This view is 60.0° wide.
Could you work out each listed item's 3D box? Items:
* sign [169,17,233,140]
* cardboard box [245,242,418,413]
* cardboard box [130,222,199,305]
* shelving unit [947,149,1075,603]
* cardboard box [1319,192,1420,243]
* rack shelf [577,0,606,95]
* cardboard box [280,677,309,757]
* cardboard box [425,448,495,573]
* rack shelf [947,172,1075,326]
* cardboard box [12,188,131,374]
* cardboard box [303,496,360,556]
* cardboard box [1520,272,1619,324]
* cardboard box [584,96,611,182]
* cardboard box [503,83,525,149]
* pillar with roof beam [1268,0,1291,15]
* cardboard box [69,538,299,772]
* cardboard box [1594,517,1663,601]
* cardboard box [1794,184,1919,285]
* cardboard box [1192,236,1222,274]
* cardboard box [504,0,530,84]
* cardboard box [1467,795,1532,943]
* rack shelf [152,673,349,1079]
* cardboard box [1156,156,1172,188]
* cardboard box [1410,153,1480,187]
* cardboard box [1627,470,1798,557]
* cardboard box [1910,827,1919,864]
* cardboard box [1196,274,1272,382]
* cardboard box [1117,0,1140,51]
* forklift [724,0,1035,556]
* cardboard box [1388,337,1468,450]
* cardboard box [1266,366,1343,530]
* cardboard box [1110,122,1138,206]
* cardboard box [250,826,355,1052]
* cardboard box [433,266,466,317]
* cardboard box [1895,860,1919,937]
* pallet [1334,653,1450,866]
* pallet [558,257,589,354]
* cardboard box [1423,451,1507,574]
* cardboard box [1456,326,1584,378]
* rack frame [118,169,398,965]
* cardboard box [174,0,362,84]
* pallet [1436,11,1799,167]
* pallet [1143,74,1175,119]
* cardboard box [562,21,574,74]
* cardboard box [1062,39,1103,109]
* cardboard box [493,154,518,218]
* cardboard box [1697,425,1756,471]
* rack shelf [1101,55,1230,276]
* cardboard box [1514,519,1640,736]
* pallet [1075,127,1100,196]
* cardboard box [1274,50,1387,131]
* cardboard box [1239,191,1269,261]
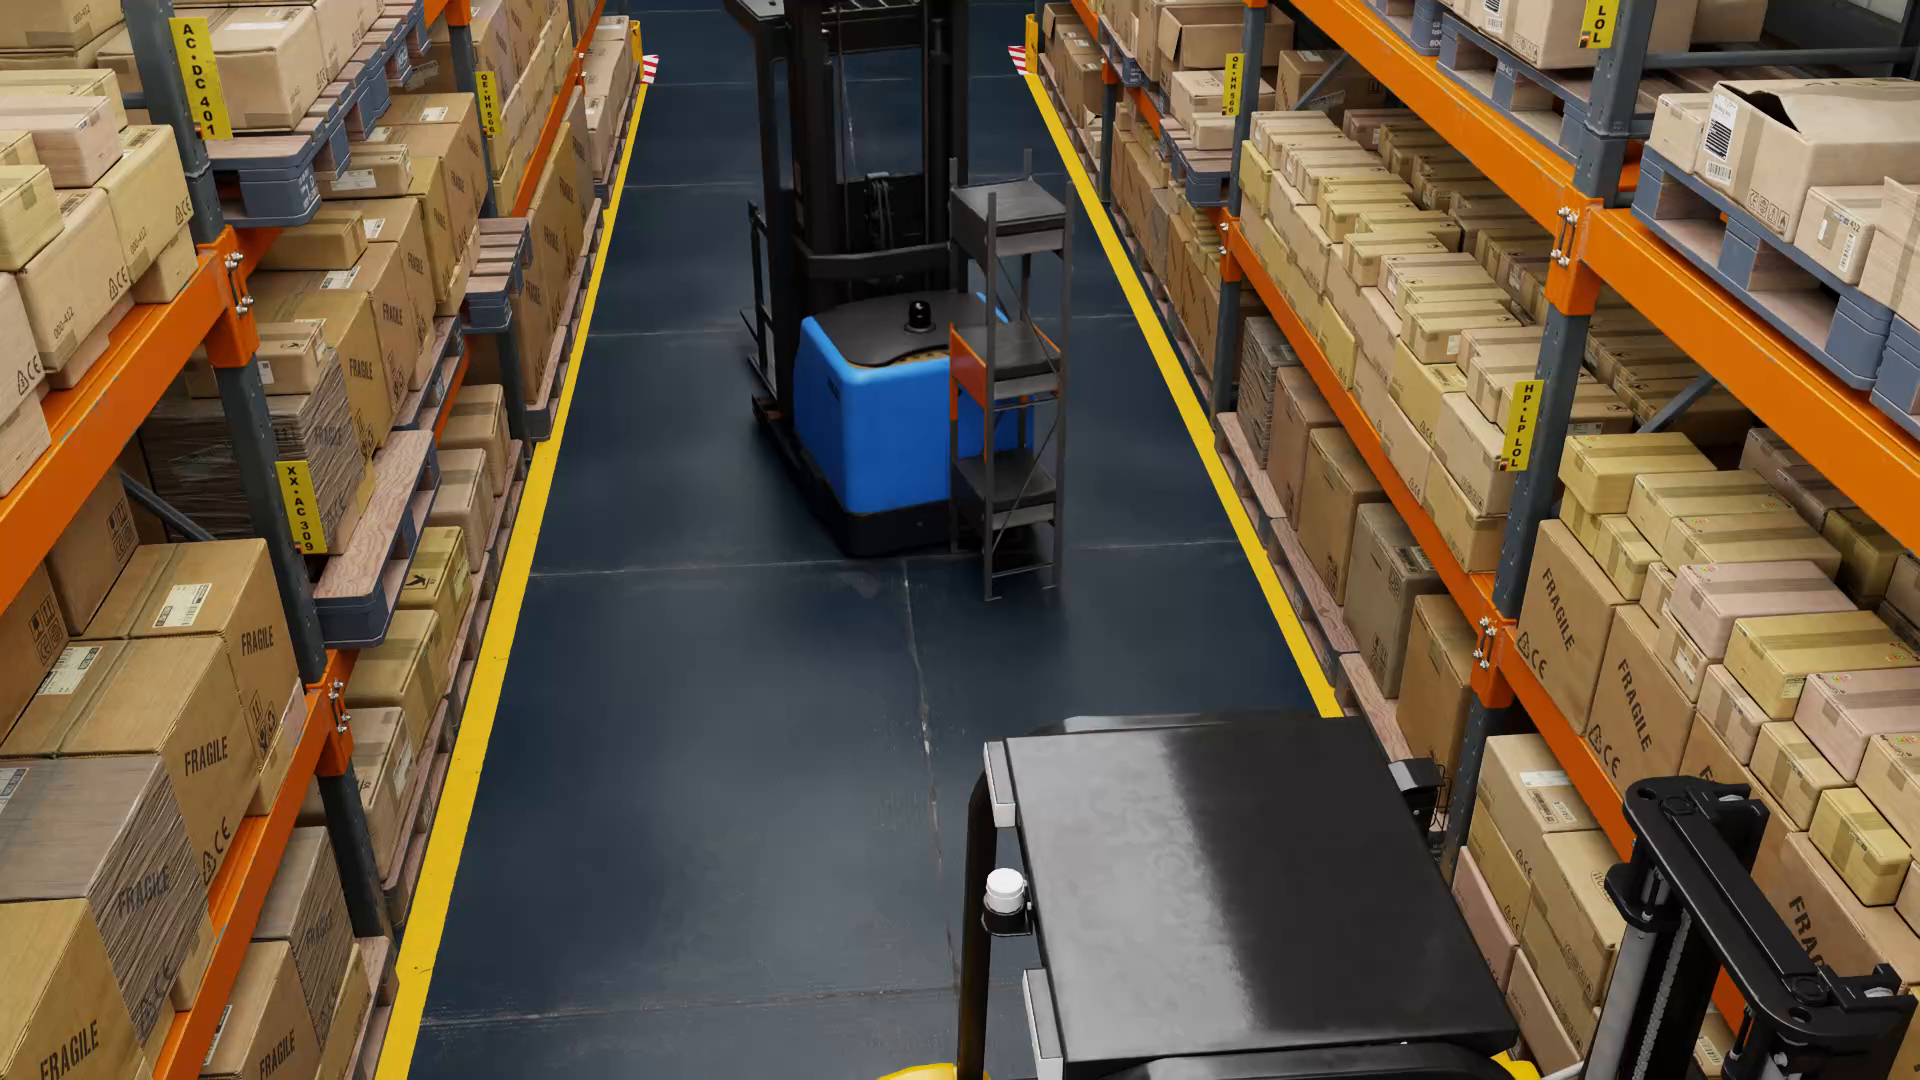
[{"bbox_3d":[-2.041,-1.237,4.466,0.100,0.325,0.005,-3,31,-5],"label":"sign"},{"bbox_3d":[-2.419,-0.810,6.383,0.500,0.500,0.500,-3,31,-5],"label":"cardboard box"},{"bbox_3d":[-2.247,-0.730,4.367,0.380,0.149,0.250,-3,31,-4],"label":"cardboard box"},{"bbox_3d":[0.226,-0.748,7.955,0.431,2.100,0.503,-11,33,-17],"label":"shelving unit"},{"bbox_3d":[1.855,-1.465,7.548,0.380,0.149,0.250,-2,31,-4],"label":"cardboard box"},{"bbox_3d":[-3.515,-4.494,14.050,1.077,0.370,4.000,-3,31,-5],"label":"rack shelf"},{"bbox_3d":[-2.247,0.560,5.132,0.380,0.149,0.250,-3,31,-5],"label":"cardboard box"},{"bbox_3d":[-2.834,-0.126,8.189,0.950,0.372,0.625,-3,31,-6],"label":"cardboard box"},{"bbox_3d":[0.226,-1.337,7.603,0.431,0.518,0.480,-11,33,-17],"label":"rack shelf"},{"bbox_3d":[-2.223,-0.578,3.723,0.500,0.250,0.500,-3,31,-5],"label":"cardboard box"},{"bbox_3d":[-2.317,-0.067,5.772,0.380,0.149,0.250,-2,31,-4],"label":"cardboard box"},{"bbox_3d":[2.504,-0.973,6.723,0.380,0.149,0.250,-3,31,-5],"label":"cardboard box"},{"bbox_3d":[-3.280,-3.187,13.250,0.875,0.438,0.875,-3,31,-5],"label":"cardboard box"},{"bbox_3d":[-2.803,-2.424,9.542,0.500,0.250,0.500,-2,31,-3],"label":"cardboard box"},{"bbox_3d":[-1.840,-6.789,11.341,9.100,9.000,0.400,-3,31,-5],"label":"pillar with roof beam"},{"bbox_3d":[-2.291,0.347,4.856,0.500,0.500,0.500,-4,31,-6],"label":"cardboard box"},{"bbox_3d":[2.155,0.049,5.012,0.380,0.149,0.250,-2,31,-3],"label":"cardboard box"},{"bbox_3d":[2.173,-0.704,3.816,0.380,0.149,0.250,-2,31,-3],"label":"cardboard box"},{"bbox_3d":[1.633,-1.742,10.138,0.380,0.149,0.250,-4,31,-7],"label":"cardboard box"},{"bbox_3d":[-2.846,-2.993,9.762,0.500,0.500,0.500,-2,31,-3],"label":"cardboard box"},{"bbox_3d":[2.099,1.111,5.750,0.500,0.250,0.500,-3,31,-5],"label":"cardboard box"},{"bbox_3d":[-2.393,1.633,3.793,1.077,0.370,4.000,-3,31,-5],"label":"rack shelf"},{"bbox_3d":[1.567,-2.547,11.485,0.380,0.149,0.250,-2,31,-3],"label":"cardboard box"},{"bbox_3d":[2.411,-1.759,8.039,0.380,0.149,0.250,-3,31,-6],"label":"cardboard box"},{"bbox_3d":[2.228,-0.080,4.939,0.380,0.149,0.250,-2,31,-4],"label":"cardboard box"},{"bbox_3d":[2.343,0.701,3.632,0.380,0.149,0.250,-2,31,-4],"label":"cardboard box"},{"bbox_3d":[1.734,-1.292,10.015,0.500,0.500,0.500,-2,31,-3],"label":"cardboard box"},{"bbox_3d":[1.485,-3.722,11.550,0.700,0.500,0.500,-2,31,-4],"label":"cardboard box"},{"bbox_3d":[-0.593,-1.922,9.110,1.130,2.935,3.031,-11,33,-17],"label":"forklift"},{"bbox_3d":[2.006,-0.588,6.468,0.500,0.250,0.500,-4,31,-6],"label":"cardboard box"},{"bbox_3d":[2.101,-0.487,8.547,0.875,0.625,0.625,-2,31,-3],"label":"cardboard box"},{"bbox_3d":[1.435,-2.871,12.659,0.500,0.500,0.500,-1,31,-2],"label":"cardboard box"},{"bbox_3d":[-2.258,1.270,5.239,0.500,0.500,0.500,-3,31,-5],"label":"cardboard box"},{"bbox_3d":[-2.469,-1.127,7.547,0.380,0.149,0.250,-2,31,-4],"label":"cardboard box"},{"bbox_3d":[2.346,0.835,3.697,0.380,0.149,0.250,-3,31,-5],"label":"cardboard box"},{"bbox_3d":[2.254,0.886,7.061,1.003,0.211,1.213,-3,31,-5],"label":"pallet"},{"bbox_3d":[-3.063,-1.570,11.172,1.003,0.211,1.213,-3,31,-5],"label":"pallet"},{"bbox_3d":[2.054,-0.117,6.167,0.500,0.250,0.500,-2,31,-3],"label":"cardboard box"},{"bbox_3d":[2.096,-0.680,6.234,0.380,0.149,0.250,-3,31,-5],"label":"cardboard box"},{"bbox_3d":[-2.580,0.303,5.318,1.000,3.000,0.127,-3,31,-5],"label":"rack frame"},{"bbox_3d":[-2.284,-1.677,5.444,0.500,0.250,0.500,-3,31,-5],"label":"cardboard box"},{"bbox_3d":[2.266,-1.592,5.752,0.805,0.209,1.217,-4,31,-7],"label":"pallet"},{"bbox_3d":[1.801,-2.889,10.849,1.003,0.211,1.213,-3,31,-5],"label":"pallet"},{"bbox_3d":[-3.035,-3.500,11.831,0.500,0.250,0.500,-3,31,-6],"label":"cardboard box"},{"bbox_3d":[1.194,-4.141,14.785,0.500,0.500,0.500,-2,31,-4],"label":"cardboard box"},{"bbox_3d":[-2.749,-1.937,9.214,0.500,0.250,0.500,-3,31,-5],"label":"cardboard box"},{"bbox_3d":[2.569,-0.358,6.083,0.500,0.250,0.500,-3,31,-5],"label":"cardboard box"},{"bbox_3d":[1.801,-2.691,11.032,1.077,0.370,4.000,-3,31,-5],"label":"rack shelf"},{"bbox_3d":[2.143,0.259,5.293,0.500,0.500,0.500,-4,31,-6],"label":"cardboard box"},{"bbox_3d":[1.551,-3.175,13.859,1.003,0.211,1.213,-3,31,-5],"label":"pallet"},{"bbox_3d":[2.095,-2.472,9.457,0.500,0.500,0.500,-1,31,-2],"label":"cardboard box"},{"bbox_3d":[1.786,-1.676,8.778,0.500,0.250,0.500,-3,31,-4],"label":"cardboard box"}]
